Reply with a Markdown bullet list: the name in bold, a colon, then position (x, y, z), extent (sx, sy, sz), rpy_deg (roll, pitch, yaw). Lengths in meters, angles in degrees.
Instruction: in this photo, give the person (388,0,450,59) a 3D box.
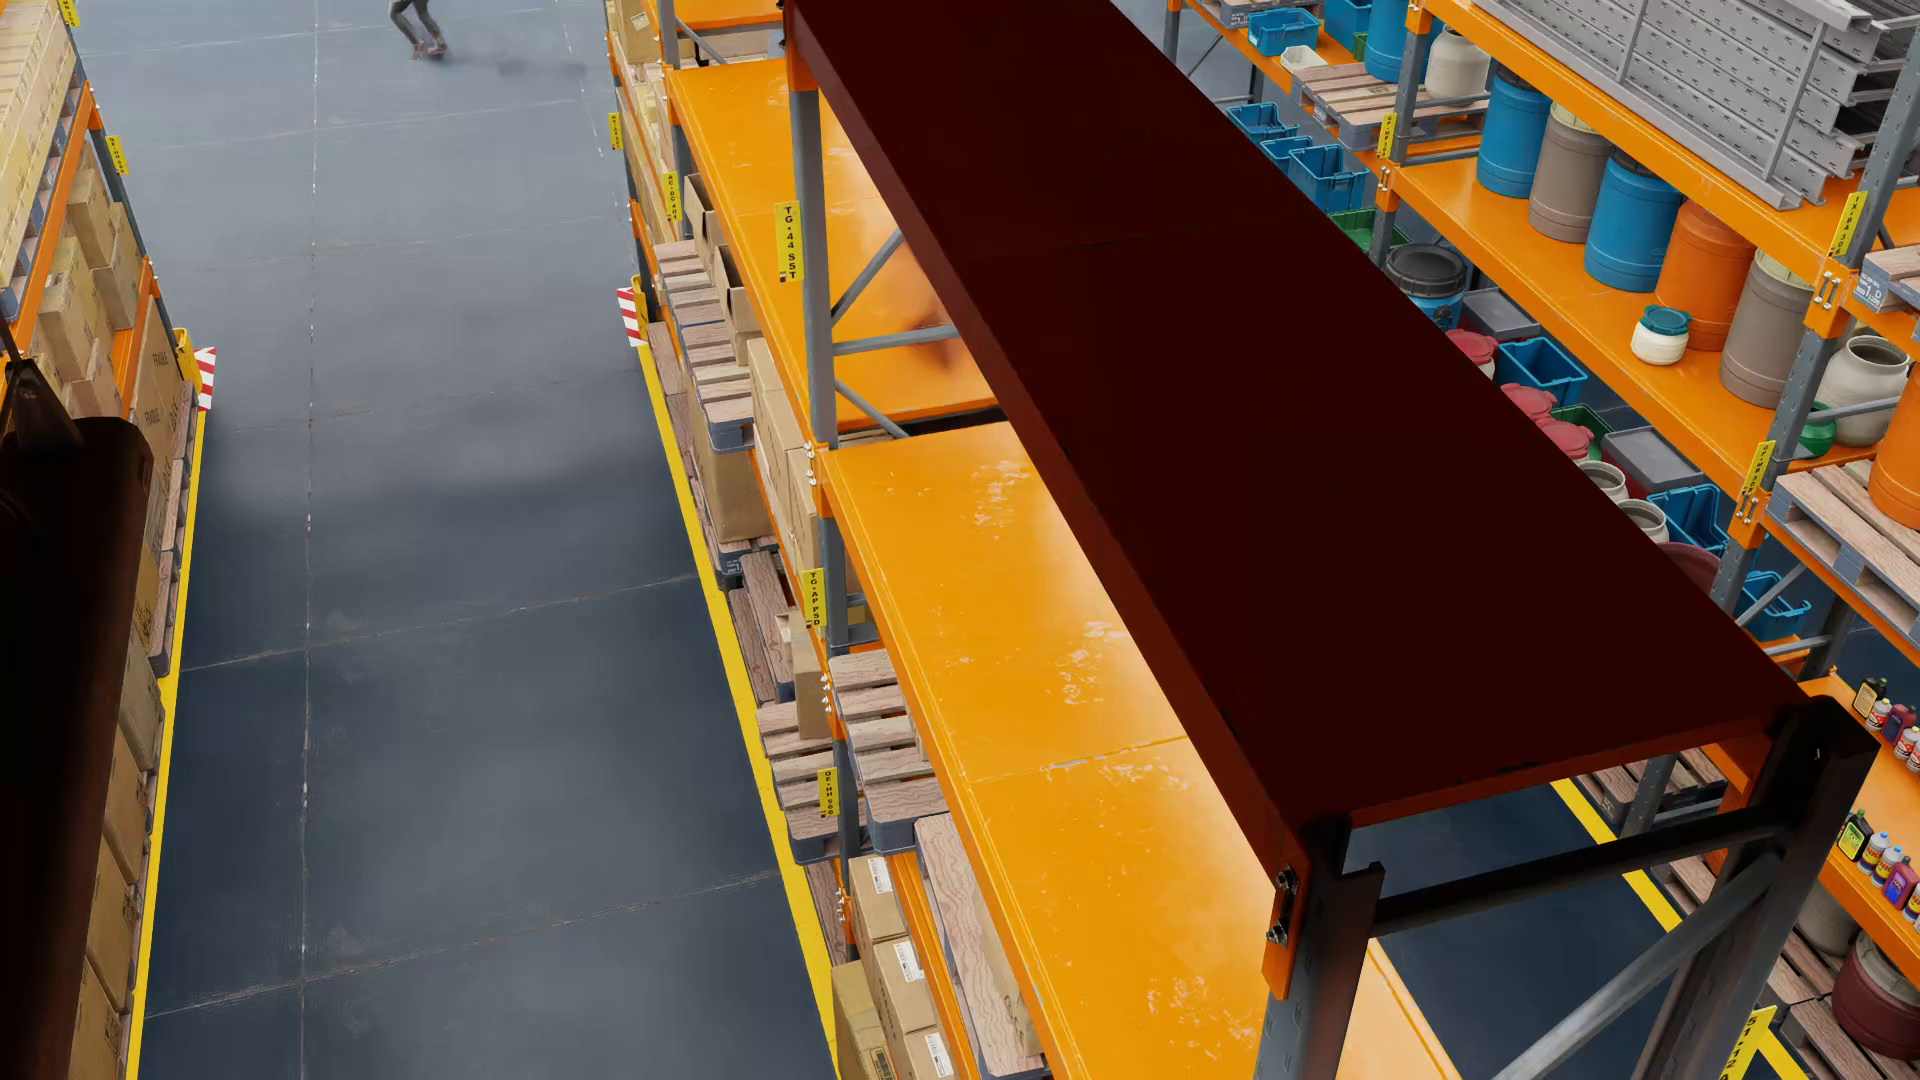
- **person**: position (-6.552, -6.544, 19.762), extent (0.688, 1.664, 0.544), rpy_deg (9, 39, 11)
